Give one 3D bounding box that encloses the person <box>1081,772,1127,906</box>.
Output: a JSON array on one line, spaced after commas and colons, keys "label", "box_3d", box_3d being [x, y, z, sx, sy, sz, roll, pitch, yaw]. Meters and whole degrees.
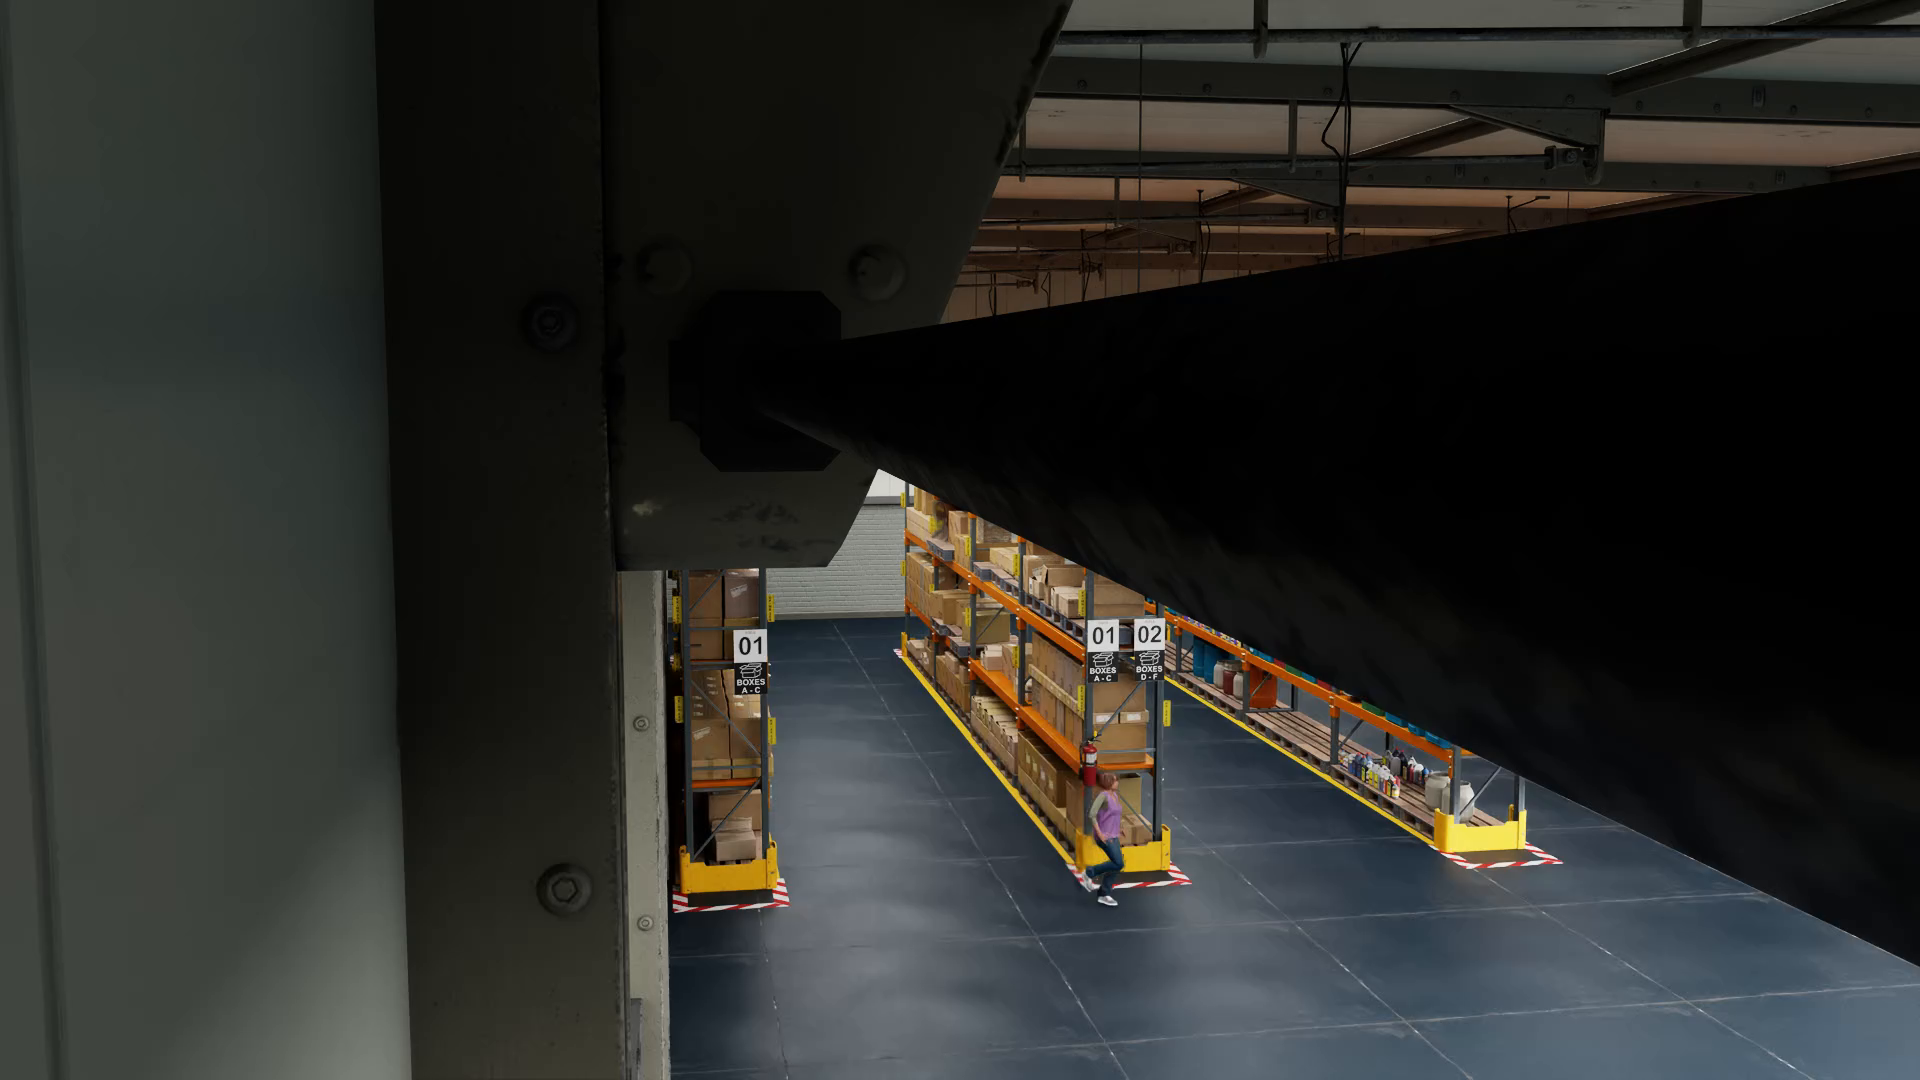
[{"label": "person", "box_3d": [1.752, 3.525, 19.780, 0.500, 1.522, 0.569, 3, 7, 27]}]
